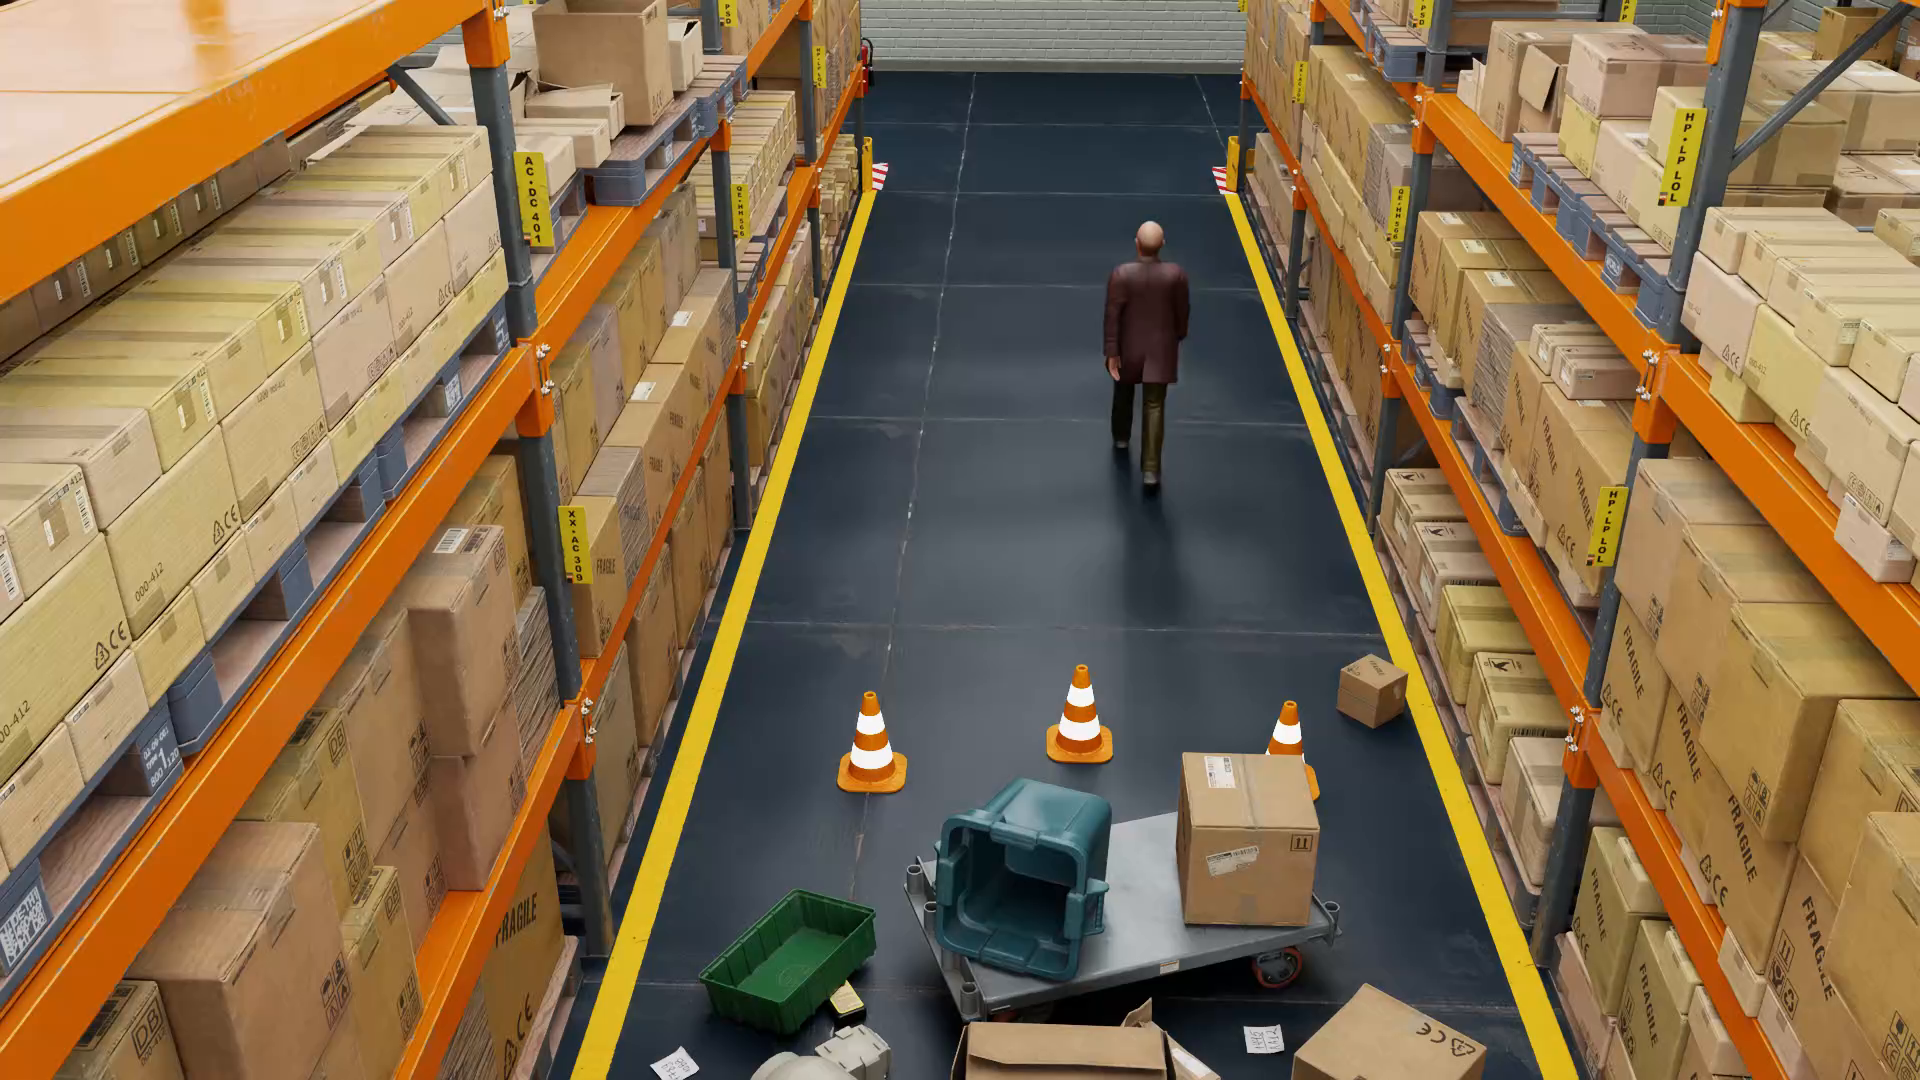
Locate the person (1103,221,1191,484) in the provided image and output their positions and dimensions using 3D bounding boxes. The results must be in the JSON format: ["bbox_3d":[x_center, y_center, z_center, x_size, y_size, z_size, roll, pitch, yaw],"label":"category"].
[{"bbox_3d":[1.243,-1.321,11.159,0.574,1.727,1.101,2,28,4],"label":"person"}]
